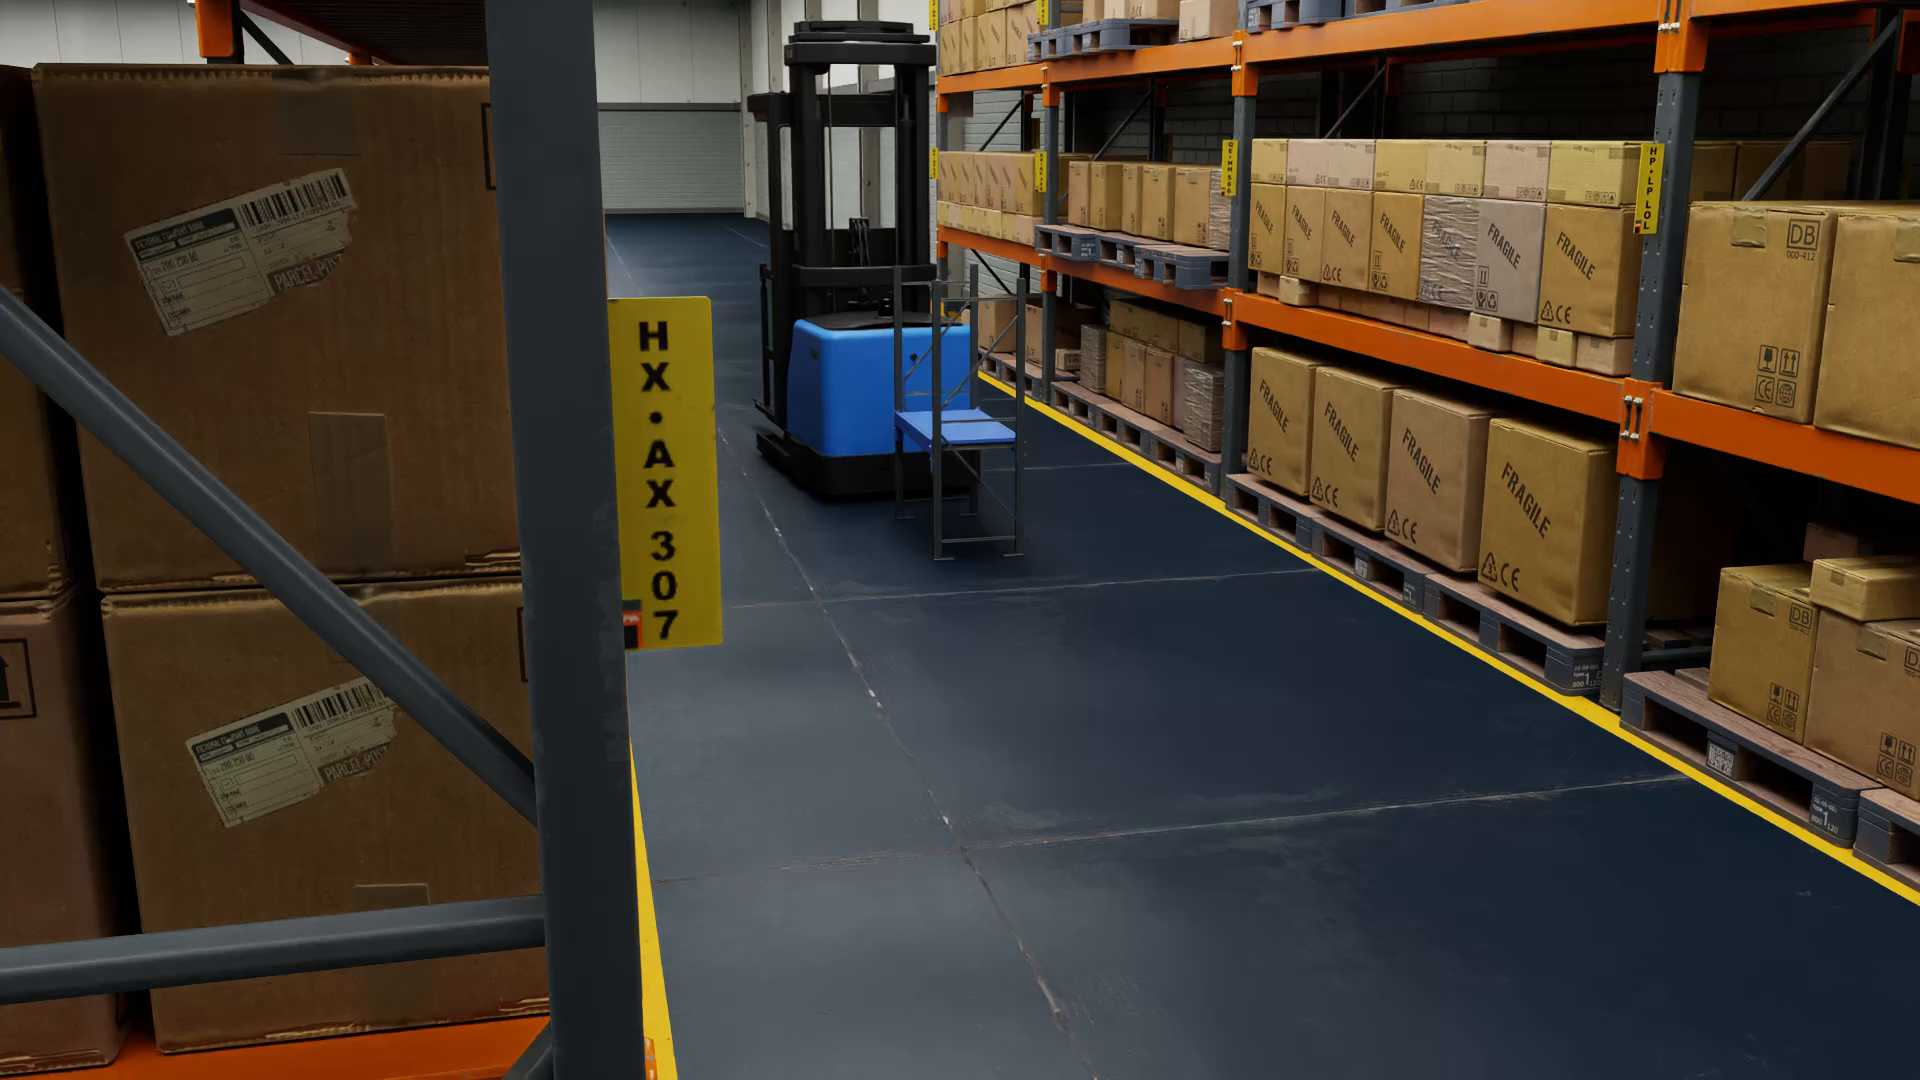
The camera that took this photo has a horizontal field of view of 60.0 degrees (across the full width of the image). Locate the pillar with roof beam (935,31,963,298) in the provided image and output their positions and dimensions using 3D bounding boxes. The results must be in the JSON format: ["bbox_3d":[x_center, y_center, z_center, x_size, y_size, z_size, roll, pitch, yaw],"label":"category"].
[{"bbox_3d":[-4.332,-7.520,21.246,9.100,9.000,0.400,-3,14,-13],"label":"pillar with roof beam"}]

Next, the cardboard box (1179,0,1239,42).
[{"bbox_3d":[1.704,-3.304,10.455,0.500,0.311,0.500,-3,14,-13],"label":"cardboard box"}]

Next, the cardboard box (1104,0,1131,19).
[{"bbox_3d":[1.392,-3.997,12.450,0.500,0.311,0.500,-3,14,-11],"label":"cardboard box"}]

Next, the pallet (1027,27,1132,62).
[{"bbox_3d":[1.238,-3.869,13.020,1.213,0.211,1.003,-3,14,-13],"label":"pallet"}]

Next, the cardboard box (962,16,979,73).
[{"bbox_3d":[0.310,-4.754,15.991,0.500,0.500,0.500,-3,14,-11],"label":"cardboard box"}]

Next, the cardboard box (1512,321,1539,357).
[{"bbox_3d":[2.621,-0.875,7.177,0.380,0.149,0.250,-3,14,-11],"label":"cardboard box"}]

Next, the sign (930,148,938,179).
[{"bbox_3d":[-0.270,-3.965,17.512,0.100,0.325,0.005,-3,14,-13],"label":"sign"}]

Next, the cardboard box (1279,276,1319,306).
[{"bbox_3d":[2.019,-1.403,9.338,0.380,0.149,0.250,-3,14,-11],"label":"cardboard box"}]

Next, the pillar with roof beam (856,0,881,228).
[{"bbox_3d":[-5.741,-8.904,26.912,9.100,9.000,0.400,-3,14,-13],"label":"pillar with roof beam"}]

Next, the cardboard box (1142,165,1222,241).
[{"bbox_3d":[1.702,-2.385,11.733,0.700,0.500,0.500,-3,14,-13],"label":"cardboard box"}]

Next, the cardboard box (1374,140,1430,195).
[{"bbox_3d":[2.366,-1.821,8.099,0.500,0.250,0.500,-4,14,-14],"label":"cardboard box"}]

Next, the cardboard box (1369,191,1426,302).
[{"bbox_3d":[2.360,-1.450,8.162,0.500,0.500,0.500,-3,14,-12],"label":"cardboard box"}]

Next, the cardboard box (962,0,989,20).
[{"bbox_3d":[0.311,-5.237,15.864,0.500,0.500,0.500,-3,14,-12],"label":"cardboard box"}]

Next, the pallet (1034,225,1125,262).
[{"bbox_3d":[1.235,-2.374,13.229,1.003,0.211,1.213,-3,14,-13],"label":"pallet"}]

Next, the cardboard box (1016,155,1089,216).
[{"bbox_3d":[0.785,-3.045,14.264,0.500,0.500,0.500,-3,14,-13],"label":"cardboard box"}]

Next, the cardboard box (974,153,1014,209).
[{"bbox_3d":[0.431,-3.396,15.703,0.500,0.500,0.500,-3,14,-11],"label":"cardboard box"}]

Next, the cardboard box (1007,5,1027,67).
[{"bbox_3d":[0.731,-4.387,14.492,0.500,0.500,0.500,-5,14,-18],"label":"cardboard box"}]

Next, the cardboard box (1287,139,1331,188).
[{"bbox_3d":[2.119,-2.053,9.051,0.500,0.250,0.500,-3,14,-14],"label":"cardboard box"}]

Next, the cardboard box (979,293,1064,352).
[{"bbox_3d":[0.590,-2.106,16.067,0.700,0.500,0.500,-4,14,-17],"label":"cardboard box"}]

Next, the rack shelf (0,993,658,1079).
[{"bbox_3d":[-1.269,0.281,3.471,1.077,0.370,4.000,-3,14,-13],"label":"rack shelf"}]

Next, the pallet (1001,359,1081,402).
[{"bbox_3d":[1.004,-1.450,14.918,1.003,0.211,1.213,-3,14,-13],"label":"pallet"}]

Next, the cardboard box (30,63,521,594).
[{"bbox_3d":[-0.647,-0.258,1.845,0.500,0.500,0.500,-3,14,-11],"label":"cardboard box"}]

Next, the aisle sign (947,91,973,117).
[{"bbox_3d":[-0.052,-4.837,17.429,0.394,0.787,0.004,-3,14,-13],"label":"aisle sign"}]

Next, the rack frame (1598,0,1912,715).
[{"bbox_3d":[3.075,-0.806,6.407,1.000,3.000,0.127,-3,14,-13],"label":"rack frame"}]

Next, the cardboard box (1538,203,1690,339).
[{"bbox_3d":[2.722,-1.102,6.736,0.500,0.500,0.500,-4,14,-14],"label":"cardboard box"}]

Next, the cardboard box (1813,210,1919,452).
[{"bbox_3d":[3.353,-0.657,5.165,0.980,0.700,0.700,-4,14,-15],"label":"cardboard box"}]

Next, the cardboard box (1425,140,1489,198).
[{"bbox_3d":[2.486,-1.703,7.618,0.500,0.250,0.500,-3,14,-12],"label":"cardboard box"}]

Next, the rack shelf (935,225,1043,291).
[{"bbox_3d":[0.727,-2.764,15.935,1.077,0.370,4.000,-3,14,-13],"label":"rack shelf"}]

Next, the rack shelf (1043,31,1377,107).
[{"bbox_3d":[1.666,-3.298,11.802,1.077,0.370,4.000,-3,14,-13],"label":"rack shelf"}]

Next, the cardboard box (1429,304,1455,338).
[{"bbox_3d":[2.465,-1.052,7.899,0.380,0.149,0.250,-4,14,-15],"label":"cardboard box"}]

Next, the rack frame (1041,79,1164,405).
[{"bbox_3d":[1.196,-2.652,13.961,1.000,3.000,0.127,-3,14,-13],"label":"rack frame"}]

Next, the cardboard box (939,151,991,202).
[{"bbox_3d":[0.077,-3.749,17.146,0.500,0.500,0.500,-3,14,-13],"label":"cardboard box"}]

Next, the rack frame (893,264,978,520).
[{"bbox_3d":[-0.139,-0.866,9.810,0.500,1.500,0.032,-3,14,-13],"label":"rack frame"}]

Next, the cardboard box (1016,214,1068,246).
[{"bbox_3d":[0.791,-2.681,14.355,0.500,0.250,0.500,-3,14,-13],"label":"cardboard box"}]

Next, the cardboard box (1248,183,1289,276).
[{"bbox_3d":[2.001,-1.806,9.618,0.500,0.500,0.500,-3,14,-12],"label":"cardboard box"}]

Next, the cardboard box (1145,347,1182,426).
[{"bbox_3d":[1.764,-1.130,12.072,0.700,0.500,0.500,-3,14,-13],"label":"cardboard box"}]

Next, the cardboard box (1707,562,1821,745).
[{"bbox_3d":[3.151,0.382,5.925,0.700,0.500,0.500,-3,14,-12],"label":"cardboard box"}]

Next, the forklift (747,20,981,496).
[{"bbox_3d":[-0.816,-2.005,11.458,1.130,2.935,3.031,-5,14,-18],"label":"forklift"}]

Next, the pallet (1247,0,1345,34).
[{"bbox_3d":[2.339,-2.949,9.255,1.213,0.211,1.003,-3,14,-11],"label":"pallet"}]

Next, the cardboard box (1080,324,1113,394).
[{"bbox_3d":[1.385,-1.482,13.515,0.700,0.500,0.500,-3,14,-11],"label":"cardboard box"}]

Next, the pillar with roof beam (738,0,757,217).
[{"bbox_3d":[-9.968,-13.057,43.908,9.100,9.000,0.400,-3,14,-13],"label":"pillar with roof beam"}]

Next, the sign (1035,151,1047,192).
[{"bbox_3d":[0.671,-3.040,13.728,0.100,0.325,0.005,-3,14,-13],"label":"sign"}]

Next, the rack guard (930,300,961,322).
[{"bbox_3d":[0.275,-2.343,17.963,1.175,0.500,0.348,-3,14,-13],"label":"rack guard"}]

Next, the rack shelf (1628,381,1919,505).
[{"bbox_3d":[3.545,0.004,4.604,1.077,0.370,4.000,-3,14,-13],"label":"rack shelf"}]

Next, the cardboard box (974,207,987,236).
[{"bbox_3d":[0.429,-3.028,15.773,0.500,0.250,0.500,-3,14,-13],"label":"cardboard box"}]

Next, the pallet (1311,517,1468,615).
[{"bbox_3d":[2.531,0.092,8.604,1.003,0.211,1.213,-3,14,-13],"label":"pallet"}]

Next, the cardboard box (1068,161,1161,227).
[{"bbox_3d":[1.283,-2.795,13.409,0.700,0.500,0.500,-3,14,-13],"label":"cardboard box"}]

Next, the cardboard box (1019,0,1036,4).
[{"bbox_3d":[0.815,-4.754,13.884,0.500,0.500,0.500,-5,14,-18],"label":"cardboard box"}]

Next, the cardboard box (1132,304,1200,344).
[{"bbox_3d":[1.618,-1.626,12.520,0.500,0.250,0.500,-4,14,-15],"label":"cardboard box"}]

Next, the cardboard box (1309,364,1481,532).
[{"bbox_3d":[2.381,-0.509,8.837,0.750,0.750,0.750,-3,14,-13],"label":"cardboard box"}]

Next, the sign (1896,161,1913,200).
[{"bbox_3d":[3.614,-1.297,6.423,0.100,0.325,0.005,-3,14,-13],"label":"sign"}]

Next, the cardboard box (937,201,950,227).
[{"bbox_3d":[0.063,-3.381,17.221,0.500,0.250,0.500,-4,14,-15],"label":"cardboard box"}]

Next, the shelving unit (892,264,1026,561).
[{"bbox_3d":[-0.020,-0.748,9.330,0.538,1.500,1.048,-3,14,-13],"label":"shelving unit"}]

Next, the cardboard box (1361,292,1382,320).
[{"bbox_3d":[2.317,-1.233,8.640,0.380,0.149,0.250,-3,14,-12],"label":"cardboard box"}]

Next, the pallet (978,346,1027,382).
[{"bbox_3d":[0.714,-1.732,16.073,1.003,0.211,1.213,-3,14,-13],"label":"pallet"}]
